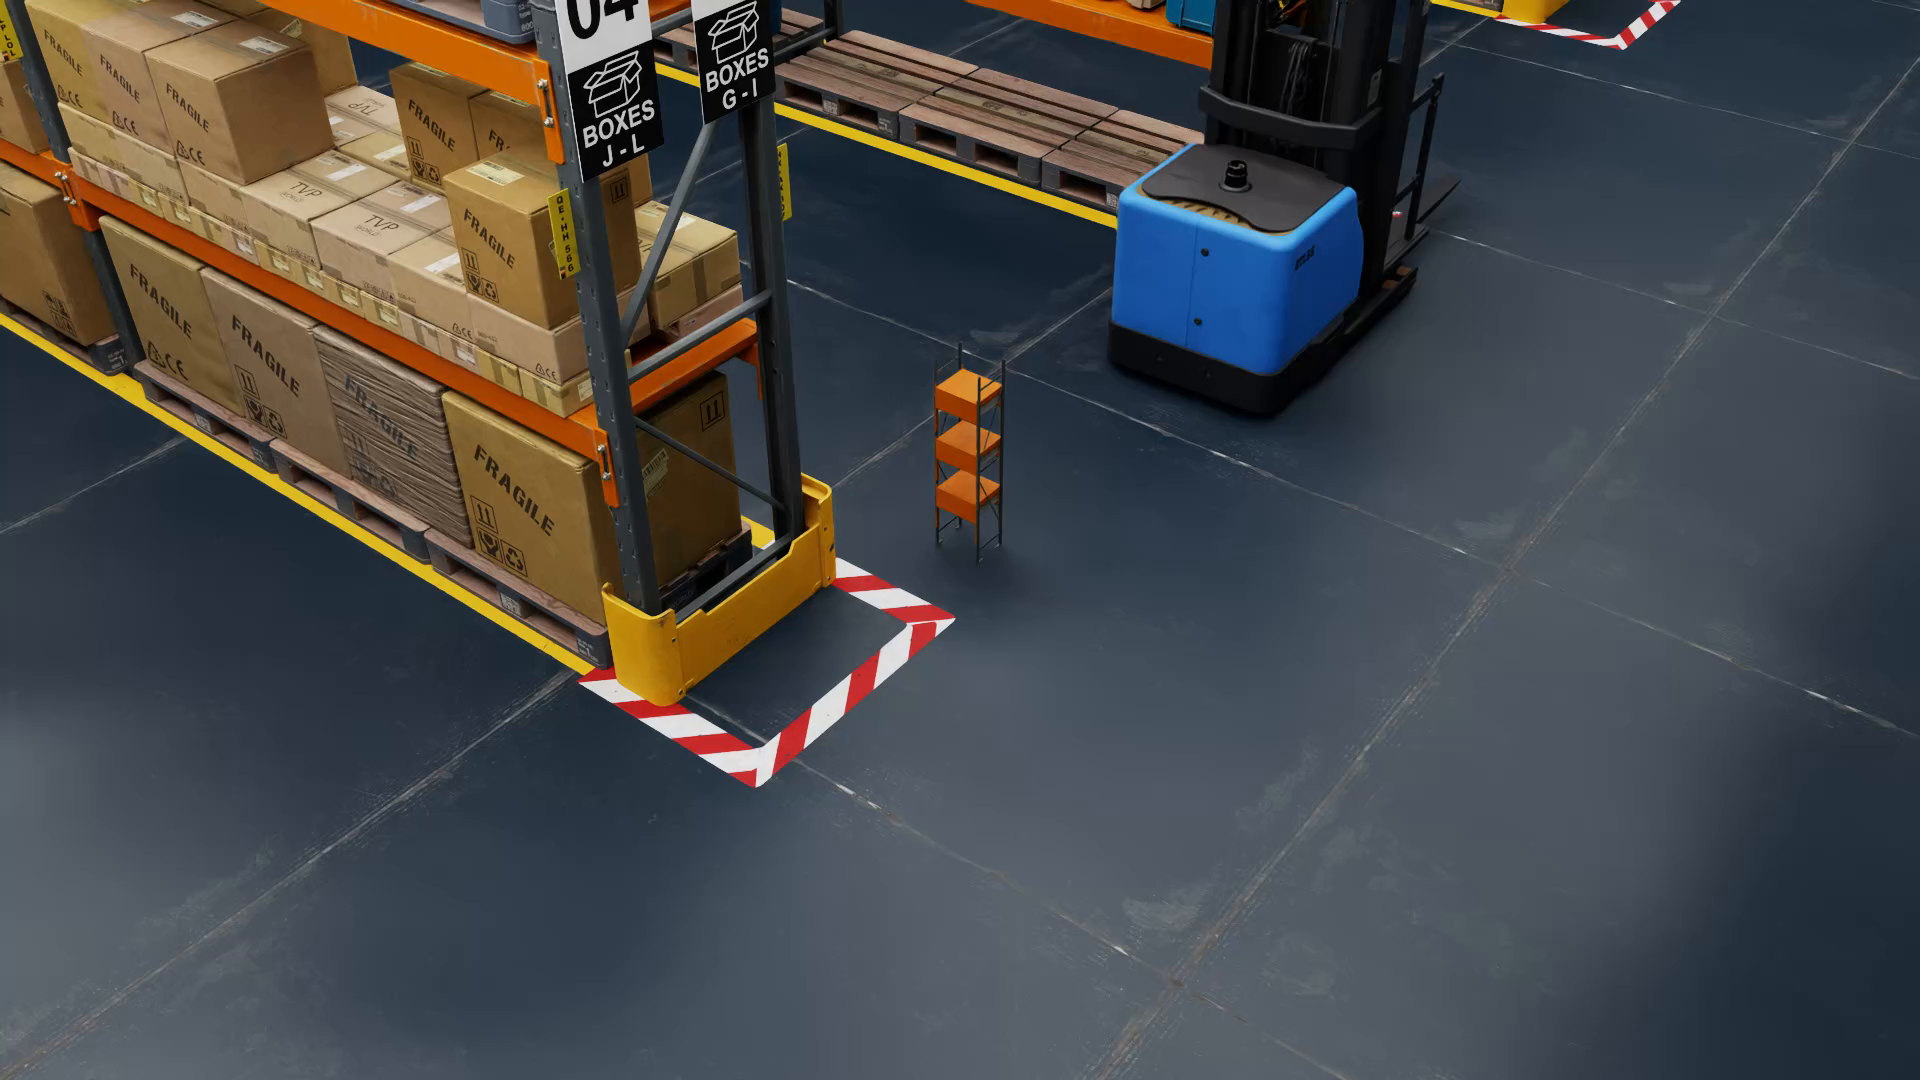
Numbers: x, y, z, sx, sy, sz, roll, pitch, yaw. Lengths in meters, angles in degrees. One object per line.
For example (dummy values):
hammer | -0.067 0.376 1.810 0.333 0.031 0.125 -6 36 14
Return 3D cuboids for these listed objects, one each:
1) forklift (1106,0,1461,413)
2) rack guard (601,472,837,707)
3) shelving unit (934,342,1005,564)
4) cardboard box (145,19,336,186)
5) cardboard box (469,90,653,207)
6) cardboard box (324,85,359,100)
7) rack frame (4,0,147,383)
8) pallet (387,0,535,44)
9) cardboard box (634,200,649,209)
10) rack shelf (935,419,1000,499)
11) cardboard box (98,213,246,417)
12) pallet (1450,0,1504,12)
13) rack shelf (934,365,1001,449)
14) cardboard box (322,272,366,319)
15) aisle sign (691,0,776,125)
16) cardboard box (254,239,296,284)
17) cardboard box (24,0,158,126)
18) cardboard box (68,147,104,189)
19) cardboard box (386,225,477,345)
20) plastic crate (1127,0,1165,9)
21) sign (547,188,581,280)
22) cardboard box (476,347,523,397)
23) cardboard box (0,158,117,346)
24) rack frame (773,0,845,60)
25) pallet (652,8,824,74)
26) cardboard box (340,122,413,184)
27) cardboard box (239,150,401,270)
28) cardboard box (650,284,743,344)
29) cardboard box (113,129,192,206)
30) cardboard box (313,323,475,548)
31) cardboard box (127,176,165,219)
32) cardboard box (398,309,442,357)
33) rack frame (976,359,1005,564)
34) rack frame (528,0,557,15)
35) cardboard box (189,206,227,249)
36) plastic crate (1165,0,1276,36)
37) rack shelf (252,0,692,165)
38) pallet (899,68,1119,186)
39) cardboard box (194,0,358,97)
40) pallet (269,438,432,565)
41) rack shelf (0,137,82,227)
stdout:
forklift | 2.087 -2.692 9.171 1.130 2.935 3.031 24 44 27
rack guard | -1.051 0.190 7.462 0.348 0.500 1.175 25 45 29
shelving unit | 0.042 -0.393 7.762 0.252 1.050 0.215 25 45 29
cardboard box | -3.220 -1.969 7.464 0.500 0.500 0.500 24 44 27
cardboard box | -1.685 -1.655 7.064 0.500 0.500 0.500 24 44 28
cardboard box | -3.325 -2.130 8.278 0.500 0.250 0.500 27 45 30
rack frame | -4.248 -2.301 8.616 0.127 3.000 1.000 25 45 29
pallet | -1.666 -2.222 6.154 1.213 0.211 1.003 25 45 29
cardboard box | -1.704 -1.364 7.301 0.500 0.250 0.500 25 44 28
rack shelf | 0.042 -0.385 7.768 0.240 0.259 0.215 25 45 29
cardboard box | -3.772 -1.343 8.776 0.875 0.875 0.875 25 45 29
pallet | 4.257 -4.881 14.174 1.213 0.211 1.003 25 45 29
rack shelf | 0.042 -0.608 7.593 0.240 0.259 0.215 25 45 29
cardboard box | -2.572 -1.155 7.356 0.250 0.149 0.380 25 45 29
aisle sign | -0.831 -1.946 6.055 0.004 0.787 0.394 25 45 29
cardboard box | -2.975 -1.345 7.600 0.250 0.149 0.380 24 44 27
cardboard box | -4.022 -2.350 7.951 0.500 0.500 0.500 25 45 29
cardboard box | -4.215 -1.928 8.344 0.250 0.149 0.380 25 45 29
cardboard box | -2.019 -1.103 6.966 0.500 0.250 0.500 24 44 28
plastic crate | 1.181 -3.365 10.140 0.243 0.136 0.396 25 45 29
sign | -1.411 -1.092 5.940 0.005 0.325 0.100 25 45 29
cardboard box | -1.761 -0.773 6.868 0.250 0.149 0.380 26 45 29
cardboard box | -4.768 -1.860 9.436 0.875 0.875 1.225 25 45 29
rack frame | -1.238 -4.726 11.714 0.127 3.000 1.000 25 45 29
pallet | -1.826 -3.938 12.969 1.213 0.211 1.003 25 45 29
cardboard box | -2.519 -1.747 7.789 0.500 0.250 0.500 24 44 28
cardboard box | -2.840 -1.486 7.456 0.500 0.250 0.500 25 45 29
cardboard box | -1.152 -0.998 7.157 0.250 0.149 0.380 26 45 29
cardboard box | -3.641 -1.866 7.941 0.500 0.250 0.500 25 44 28
cardboard box | -2.350 -0.673 7.920 0.875 0.875 0.875 25 45 29
cardboard box | -3.796 -1.732 8.093 0.250 0.149 0.380 27 45 30
cardboard box | -2.158 -0.962 7.109 0.250 0.149 0.380 26 45 29
rack frame | 0.139 -0.348 7.703 0.008 1.050 0.200 25 45 29
rack frame | -1.070 -3.165 4.854 0.127 3.000 1.000 25 45 29
cardboard box | -3.383 -1.538 7.846 0.250 0.149 0.380 25 44 28
plastic crate | 1.559 -3.300 9.815 0.499 0.435 0.616 25 45 29
rack shelf | -2.659 -2.450 6.957 4.000 0.370 1.077 25 45 29
pallet | 0.342 -2.915 11.663 1.213 0.211 1.003 25 45 29
cardboard box | -3.324 -2.423 8.045 0.500 0.500 0.500 26 45 29
pallet | -2.718 -0.423 8.480 1.213 0.211 1.003 25 45 29
rack shelf | -5.836 -2.767 9.795 4.000 0.370 1.077 25 45 29
